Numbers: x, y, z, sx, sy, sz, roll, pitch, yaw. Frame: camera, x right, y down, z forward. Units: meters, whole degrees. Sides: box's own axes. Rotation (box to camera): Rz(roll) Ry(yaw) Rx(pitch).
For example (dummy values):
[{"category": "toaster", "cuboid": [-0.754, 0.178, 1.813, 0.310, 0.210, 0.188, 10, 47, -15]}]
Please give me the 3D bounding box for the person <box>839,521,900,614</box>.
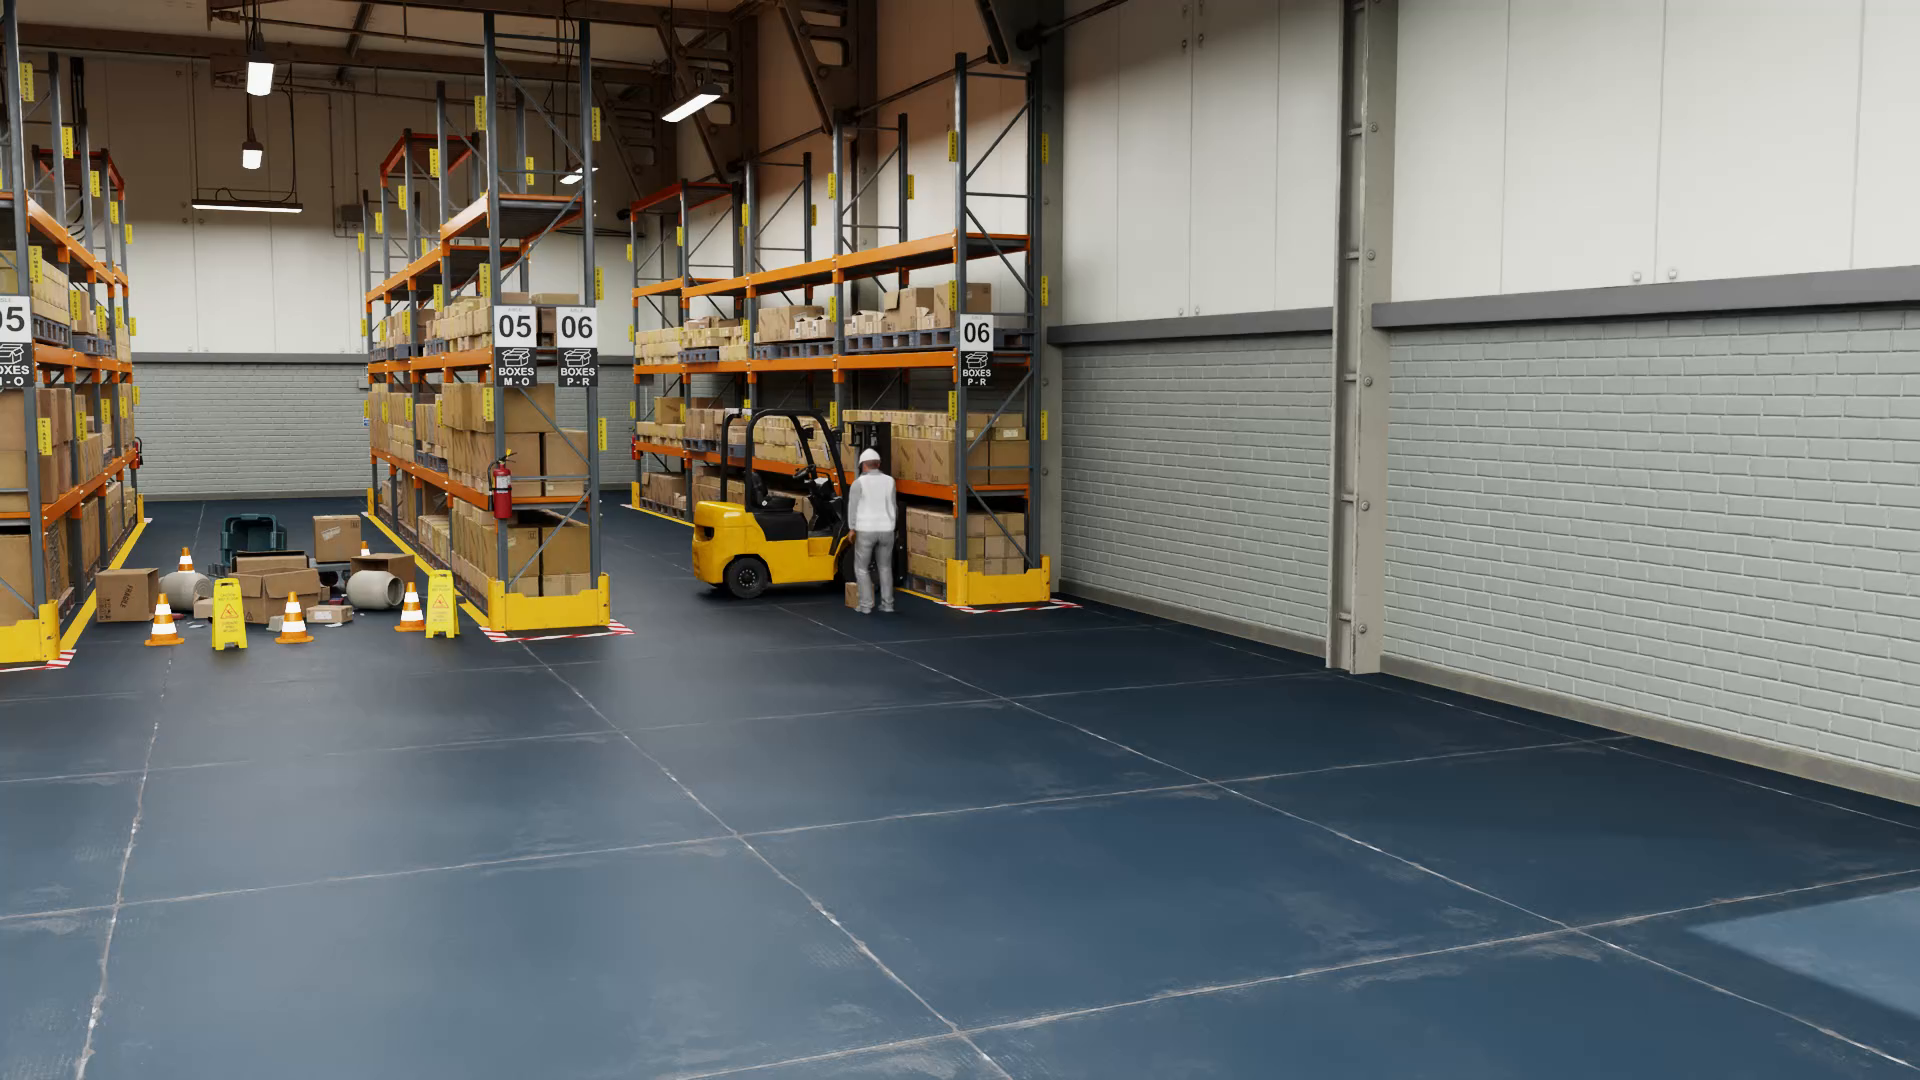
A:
[{"category": "person", "cuboid": [-0.998, 0.292, 17.968, 0.528, 0.944, 0.911, -2, 6, -24]}]
